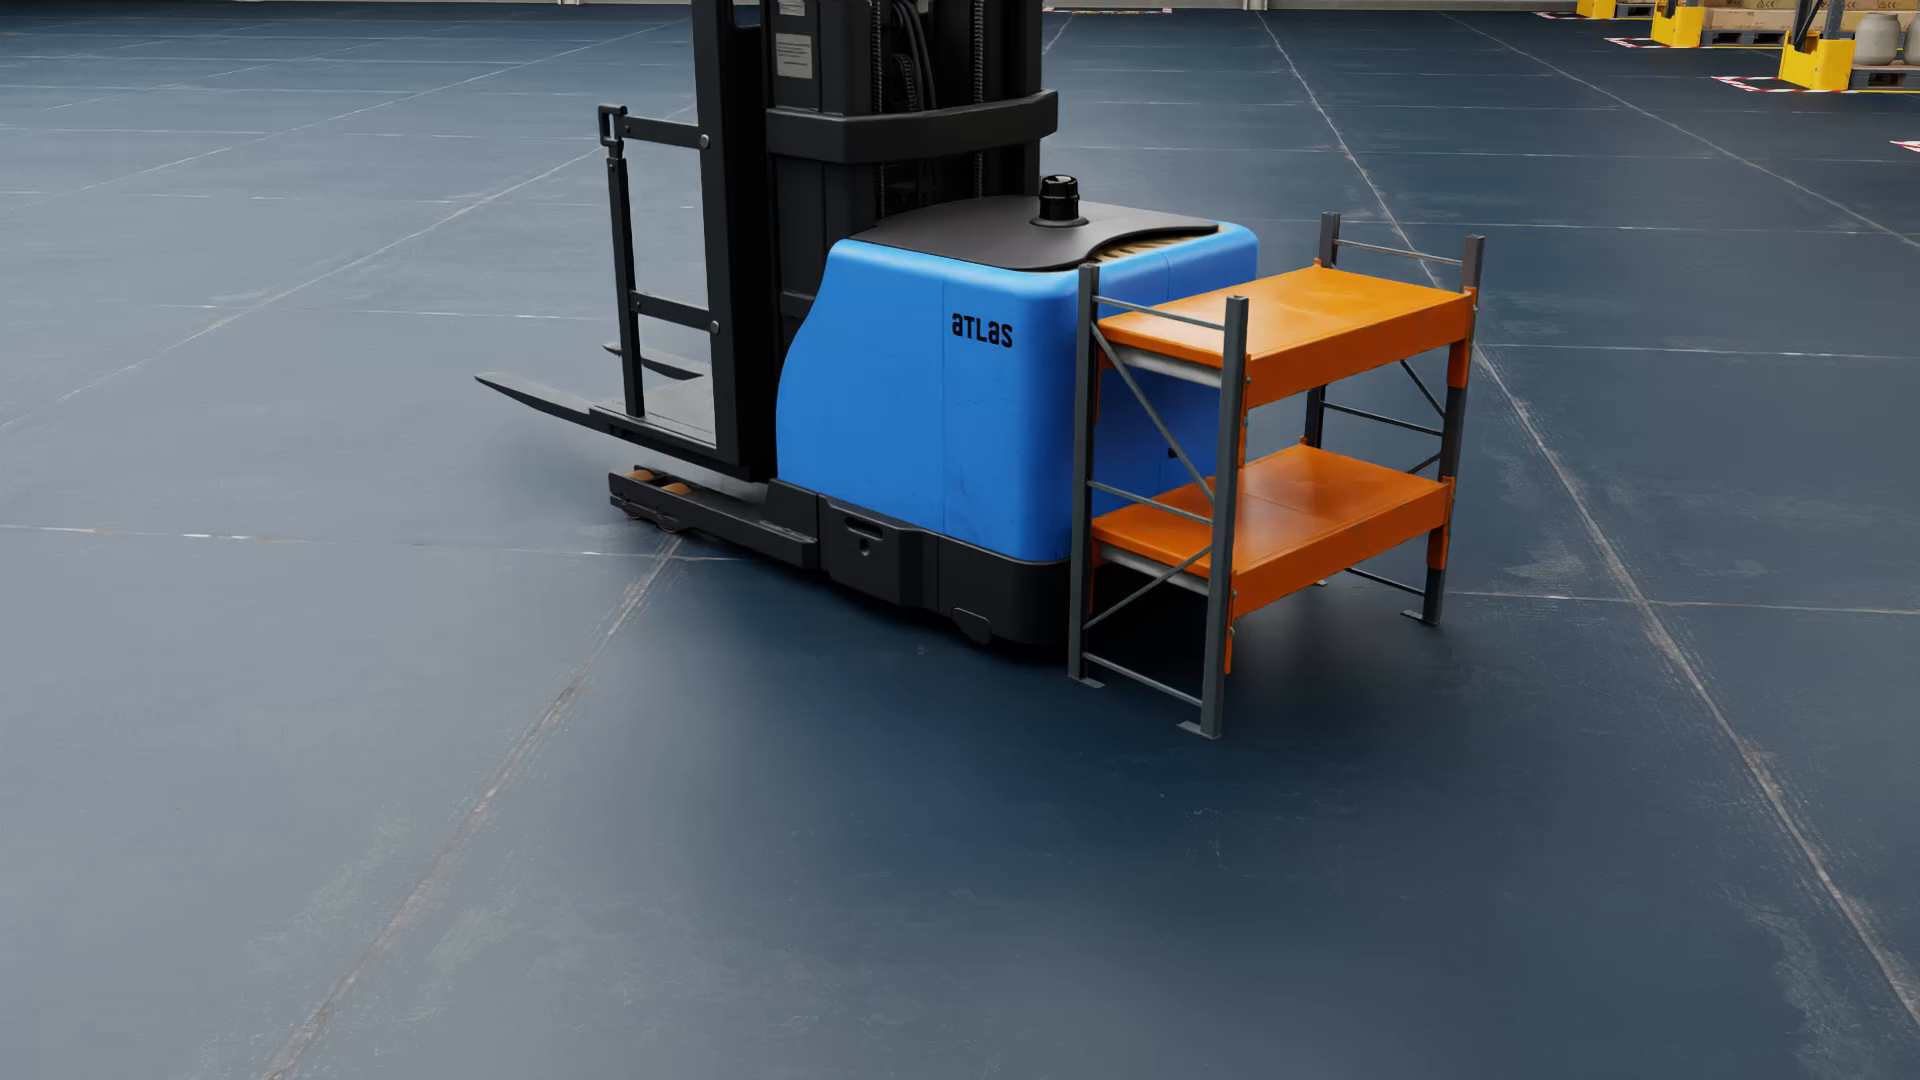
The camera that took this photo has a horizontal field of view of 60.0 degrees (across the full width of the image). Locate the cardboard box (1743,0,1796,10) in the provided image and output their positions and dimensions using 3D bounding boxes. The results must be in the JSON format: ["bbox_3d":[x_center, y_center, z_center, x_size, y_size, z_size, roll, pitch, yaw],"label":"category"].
[{"bbox_3d":[10.596,-7.193,21.703,0.500,0.500,0.500,2,22,6],"label":"cardboard box"}]

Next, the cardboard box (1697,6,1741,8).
[{"bbox_3d":[10.160,-7.054,22.372,0.500,0.250,0.500,2,22,6],"label":"cardboard box"}]

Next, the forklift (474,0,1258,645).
[{"bbox_3d":[-0.545,-1.510,5.274,3.031,2.935,1.130,19,28,39],"label":"forklift"}]

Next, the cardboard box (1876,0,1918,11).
[{"bbox_3d":[12.086,-7.132,21.548,0.500,0.500,0.500,2,22,6],"label":"cardboard box"}]

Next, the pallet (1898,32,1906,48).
[{"bbox_3d":[12.780,-6.633,21.930,1.213,0.211,1.003,2,22,6],"label":"pallet"}]

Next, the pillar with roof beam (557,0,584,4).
[{"bbox_3d":[-7.413,-12.144,23.918,0.400,9.000,9.100,2,22,6],"label":"pillar with roof beam"}]

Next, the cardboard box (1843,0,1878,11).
[{"bbox_3d":[11.588,-7.148,21.589,0.500,0.500,0.500,2,22,6],"label":"cardboard box"}]

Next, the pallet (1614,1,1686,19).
[{"bbox_3d":[11.050,-8.514,26.687,1.213,0.211,1.003,2,22,6],"label":"pallet"}]

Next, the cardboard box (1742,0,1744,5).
[{"bbox_3d":[12.137,-8.767,26.336,0.500,0.500,0.700,1,22,3],"label":"cardboard box"}]

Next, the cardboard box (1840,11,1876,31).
[{"bbox_3d":[11.588,-6.800,21.728,0.500,0.250,0.500,2,22,6],"label":"cardboard box"}]

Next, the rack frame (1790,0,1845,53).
[{"bbox_3d":[9.006,-6.245,17.156,0.127,3.000,1.000,2,22,6],"label":"rack frame"}]

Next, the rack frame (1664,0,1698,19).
[{"bbox_3d":[9.592,-8.053,21.730,0.127,3.000,1.000,2,22,6],"label":"rack frame"}]

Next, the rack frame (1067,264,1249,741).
[{"bbox_3d":[0.474,-0.089,4.135,0.032,1.125,0.500,-19,29,-40],"label":"rack frame"}]

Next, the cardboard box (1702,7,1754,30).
[{"bbox_3d":[10.099,-6.865,21.894,0.500,0.250,0.500,2,22,6],"label":"cardboard box"}]

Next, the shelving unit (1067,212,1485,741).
[{"bbox_3d":[0.844,-0.217,4.460,1.048,1.125,0.538,-19,29,-40],"label":"shelving unit"}]

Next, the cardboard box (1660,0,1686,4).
[{"bbox_3d":[11.414,-8.729,26.497,0.500,0.311,0.500,4,22,11],"label":"cardboard box"}]

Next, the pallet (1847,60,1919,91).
[{"bbox_3d":[9.893,-4.925,17.609,1.213,0.211,1.003,2,22,6],"label":"pallet"}]

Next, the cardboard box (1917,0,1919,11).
[{"bbox_3d":[12.583,-7.111,21.497,0.500,0.500,0.500,2,22,6],"label":"cardboard box"}]

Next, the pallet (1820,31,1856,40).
[{"bbox_3d":[11.565,-6.685,22.061,1.213,0.211,1.003,2,22,6],"label":"pallet"}]

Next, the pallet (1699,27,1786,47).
[{"bbox_3d":[10.357,-6.739,22.197,1.213,0.211,1.003,2,22,6],"label":"pallet"}]

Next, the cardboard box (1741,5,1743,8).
[{"bbox_3d":[10.658,-7.037,22.328,0.500,0.250,0.500,2,22,6],"label":"cardboard box"}]

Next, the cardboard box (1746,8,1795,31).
[{"bbox_3d":[10.596,-6.845,21.842,0.500,0.250,0.500,2,22,6],"label":"cardboard box"}]

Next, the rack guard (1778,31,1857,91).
[{"bbox_3d":[9.087,-5.096,17.650,0.348,0.500,1.175,2,22,6],"label":"rack guard"}]

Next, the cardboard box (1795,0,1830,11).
[{"bbox_3d":[11.094,-7.176,21.660,0.500,0.500,0.500,2,22,6],"label":"cardboard box"}]

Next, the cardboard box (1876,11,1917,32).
[{"bbox_3d":[12.085,-6.778,21.674,0.500,0.250,0.500,2,22,6],"label":"cardboard box"}]

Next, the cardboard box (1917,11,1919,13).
[{"bbox_3d":[12.583,-6.762,21.633,0.500,0.250,0.500,2,22,6],"label":"cardboard box"}]

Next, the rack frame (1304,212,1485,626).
[{"bbox_3d":[1.213,-0.346,4.784,0.032,1.125,0.500,-19,29,-40],"label":"rack frame"}]

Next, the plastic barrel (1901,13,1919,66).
[{"bbox_3d":[10.166,-5.261,17.479,0.421,0.512,0.421,0,22,0],"label":"plastic barrel"}]

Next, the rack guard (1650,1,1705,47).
[{"bbox_3d":[9.569,-6.892,22.192,0.348,0.500,1.175,2,22,6],"label":"rack guard"}]

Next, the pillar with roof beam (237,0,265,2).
[{"bbox_3d":[-13.371,-12.404,24.575,0.400,9.000,9.100,2,22,6],"label":"pillar with roof beam"}]

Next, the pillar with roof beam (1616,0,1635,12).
[{"bbox_3d":[10.462,-11.365,21.948,0.400,9.000,9.100,2,22,6],"label":"pillar with roof beam"}]

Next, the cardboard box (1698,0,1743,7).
[{"bbox_3d":[10.160,-7.404,22.236,0.500,0.500,0.500,2,22,6],"label":"cardboard box"}]

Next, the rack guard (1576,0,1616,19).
[{"bbox_3d":[10.247,-8.696,26.756,0.348,0.500,1.175,2,22,6],"label":"rack guard"}]

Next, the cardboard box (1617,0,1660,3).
[{"bbox_3d":[10.848,-8.753,26.559,0.500,0.311,0.500,0,22,0],"label":"cardboard box"}]

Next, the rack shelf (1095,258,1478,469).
[{"bbox_3d":[0.844,-0.490,4.352,1.000,0.278,0.538,-19,29,-40],"label":"rack shelf"}]

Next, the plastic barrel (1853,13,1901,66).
[{"bbox_3d":[9.668,-5.283,17.534,0.421,0.512,0.421,0,22,0],"label":"plastic barrel"}]

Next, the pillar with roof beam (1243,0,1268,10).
[{"bbox_3d":[4.504,-11.625,22.605,0.400,9.000,9.100,2,22,6],"label":"pillar with roof beam"}]

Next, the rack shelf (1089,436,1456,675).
[{"bbox_3d":[0.844,0.010,4.550,1.000,0.278,0.538,-19,29,-40],"label":"rack shelf"}]

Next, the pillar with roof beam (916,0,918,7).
[{"bbox_3d":[-1.455,-11.885,23.262,0.400,9.000,9.100,2,22,6],"label":"pillar with roof beam"}]

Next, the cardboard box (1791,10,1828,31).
[{"bbox_3d":[11.092,-6.823,21.787,0.500,0.250,0.500,2,22,6],"label":"cardboard box"}]
